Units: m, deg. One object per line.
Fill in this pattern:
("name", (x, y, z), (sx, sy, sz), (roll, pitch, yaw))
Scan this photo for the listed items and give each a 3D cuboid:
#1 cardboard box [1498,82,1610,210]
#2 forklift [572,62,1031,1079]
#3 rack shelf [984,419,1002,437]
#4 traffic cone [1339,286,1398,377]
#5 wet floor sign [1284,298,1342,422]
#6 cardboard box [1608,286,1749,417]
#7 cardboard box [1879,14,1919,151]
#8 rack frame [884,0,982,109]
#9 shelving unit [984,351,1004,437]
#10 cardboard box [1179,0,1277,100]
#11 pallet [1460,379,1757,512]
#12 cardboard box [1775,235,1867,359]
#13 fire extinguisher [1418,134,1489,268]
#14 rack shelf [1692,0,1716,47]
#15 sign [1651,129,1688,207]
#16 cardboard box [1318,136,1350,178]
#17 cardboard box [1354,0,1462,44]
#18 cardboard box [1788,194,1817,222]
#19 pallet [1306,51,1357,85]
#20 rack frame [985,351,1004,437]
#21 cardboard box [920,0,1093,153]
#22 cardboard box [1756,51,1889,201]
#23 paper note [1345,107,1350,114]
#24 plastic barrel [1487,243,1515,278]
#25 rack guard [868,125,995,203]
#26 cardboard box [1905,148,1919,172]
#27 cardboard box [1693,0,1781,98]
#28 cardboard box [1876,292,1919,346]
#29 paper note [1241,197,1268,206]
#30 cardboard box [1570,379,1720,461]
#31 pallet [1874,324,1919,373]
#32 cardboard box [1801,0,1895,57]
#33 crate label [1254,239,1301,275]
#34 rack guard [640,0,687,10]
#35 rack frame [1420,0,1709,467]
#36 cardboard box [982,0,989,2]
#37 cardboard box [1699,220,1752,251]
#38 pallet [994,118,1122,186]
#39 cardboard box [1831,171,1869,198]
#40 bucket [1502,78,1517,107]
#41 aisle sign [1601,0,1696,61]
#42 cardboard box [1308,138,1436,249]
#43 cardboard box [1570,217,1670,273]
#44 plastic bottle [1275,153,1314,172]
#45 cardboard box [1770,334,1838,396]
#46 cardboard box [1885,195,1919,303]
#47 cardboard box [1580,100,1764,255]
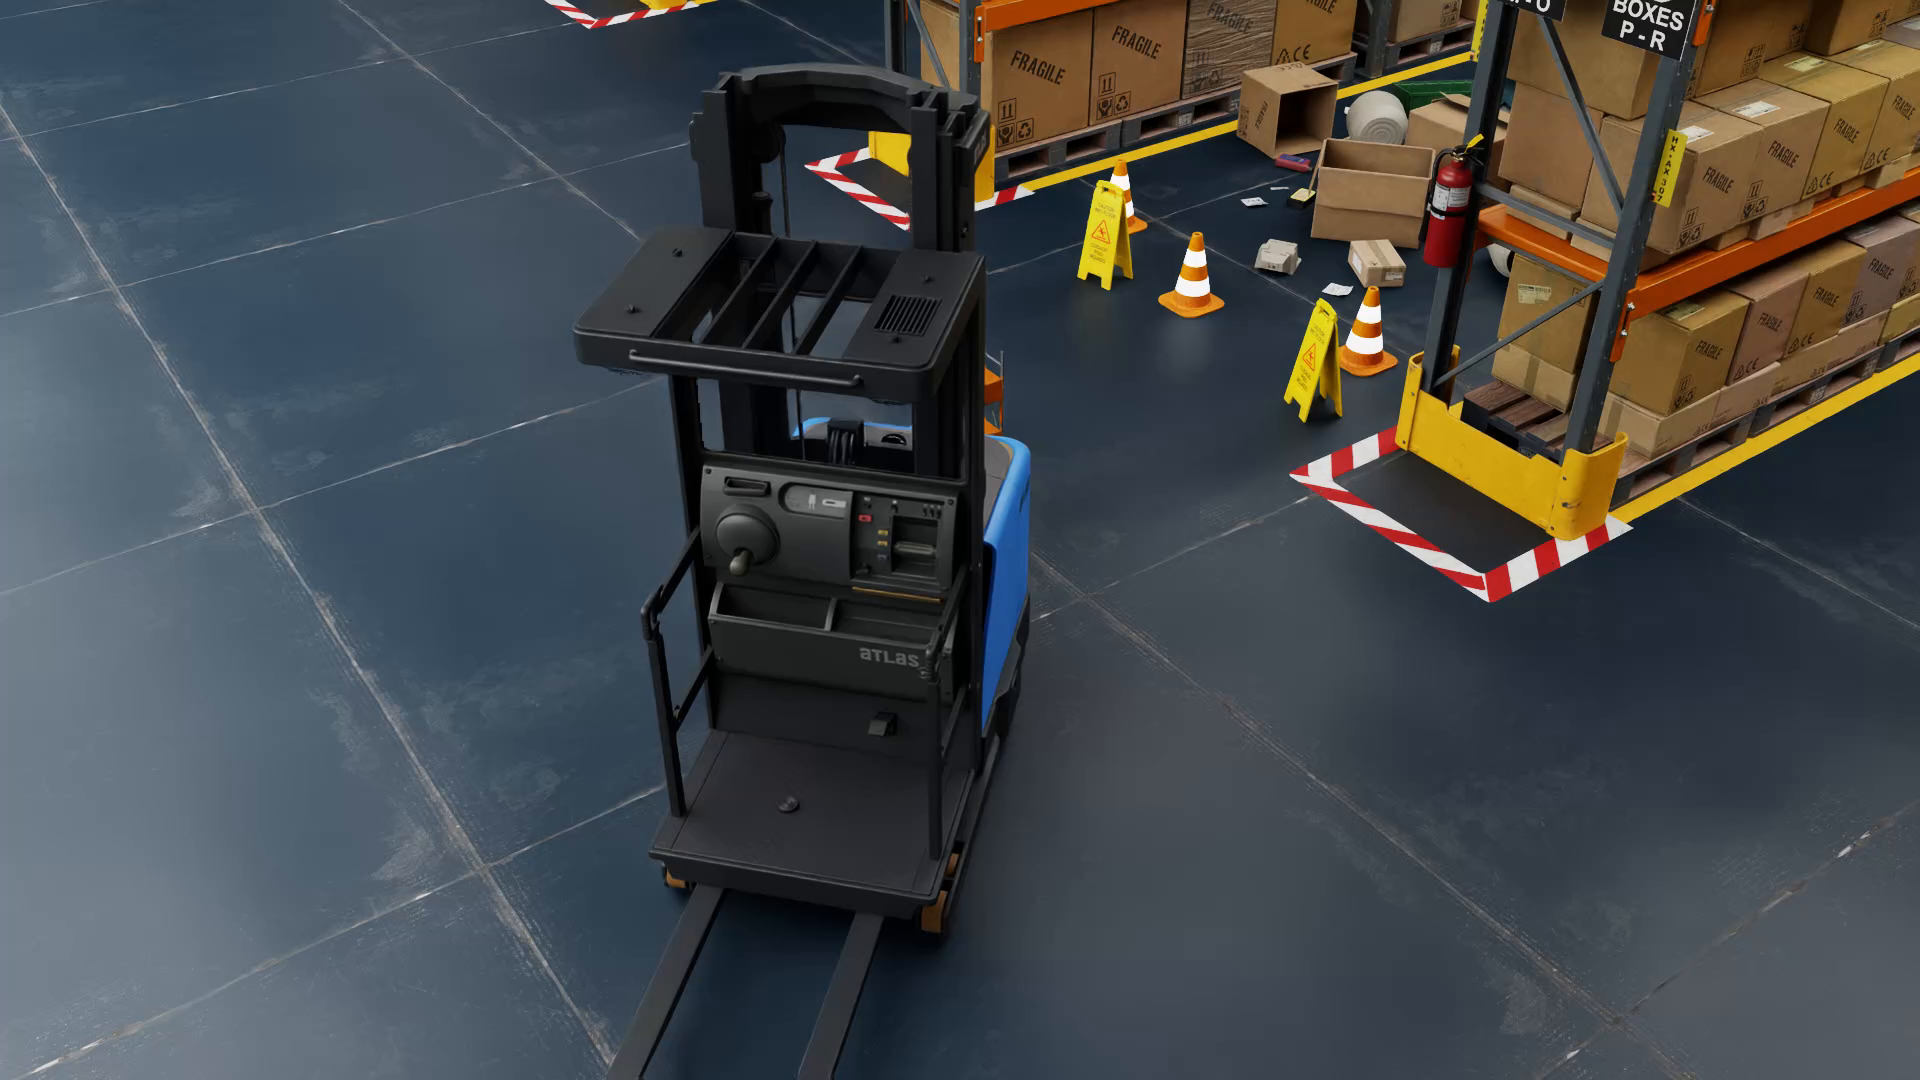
("cardboard box", (3.025, -1.984, 8.100), (0.500, 0.500, 0.500), (-23, 42, -29))
("forklift", (-0.513, 0.033, 5.694), (1.130, 2.935, 3.031), (8, 36, 10))
("rack shelf", (0.044, -0.436, 7.975), (0.240, 0.259, 0.215), (-22, 41, -28))
("traffic cone", (2.348, -1.239, 9.577), (0.334, 0.463, 0.336), (-22, 41, -28))
("wet floor sign", (1.968, -1.000, 9.088), (0.232, 0.644, 0.267), (-9, 37, -12))
("cardboard box", (3.578, -1.015, 8.446), (0.500, 0.500, 0.500), (-24, 42, -29))
("cardboard box", (4.951, -2.395, 8.670), (0.500, 0.500, 0.500), (-21, 41, -27))
("rack frame", (-0.194, -3.837, 11.017), (0.127, 3.000, 1.000), (-22, 41, -28))
("shelving unit", (0.044, -0.444, 7.968), (0.252, 1.050, 0.215), (-22, 41, -28))
("cardboard box", (1.786, -4.008, 12.713), (0.875, 0.875, 0.875), (-22, 41, -28))
("pallet", (3.487, -0.659, 8.985), (1.213, 0.211, 1.003), (-22, 41, -28))
("cardboard box", (4.417, -1.358, 8.922), (0.500, 0.500, 0.500), (-22, 41, -27))
("fire extinguisher", (2.381, -1.659, 8.054), (0.183, 0.674, 0.296), (-22, 41, -28))
("rack shelf", (4.375, -3.107, 8.049), (4.000, 0.370, 1.077), (-22, 41, -28))
("sign", (3.053, -1.602, 7.166), (0.005, 0.325, 0.100), (-22, 41, -28))
("cardboard box", (2.731, -2.616, 11.660), (0.258, 0.266, 0.396), (-15, 38, -20))
("cardboard box", (3.531, -4.692, 13.772), (0.750, 0.750, 1.050), (-23, 41, -28))
("cardboard box", (4.025, -1.731, 8.303), (0.250, 0.149, 0.380), (-21, 41, -27))
("pallet", (2.409, -3.832, 13.398), (1.213, 0.211, 1.003), (-22, 41, -28))
("rack frame", (0.143, -0.485, 8.026), (0.008, 1.050, 0.200), (-22, 41, -28))
("cardboard box", (0.322, -3.405, 11.875), (0.875, 0.875, 0.875), (-22, 41, -28))
("cardboard box", (4.124, -2.045, 8.184), (0.500, 0.500, 0.500), (-23, 42, -29))
("paper note", (3.047, -3.319, 12.839), (0.147, 0.020, 0.142), (9, 37, 12))
("plastic barrel", (3.556, -1.880, 10.502), (0.421, 0.421, 0.512), (3, 36, 4))
("rack guard", (-0.214, -2.815, 11.735), (0.348, 0.500, 1.175), (-22, 41, -28))
("cardboard box", (4.868, -2.084, 8.793), (0.250, 0.149, 0.380), (-23, 42, -29))
("cardboard box", (3.450, -2.519, 7.987), (0.500, 0.500, 0.700), (-22, 41, -27))
("cardboard box", (5.252, -1.398, 9.619), (0.500, 0.250, 0.500), (-24, 42, -29))
("paper note", (2.032, -2.335, 11.471), (0.142, 0.017, 0.144), (-9, 37, -12))
("cardboard box", (3.559, -0.703, 8.653), (0.500, 0.250, 0.500), (-23, 42, -28))
("pallet", (5.481, -1.480, 10.126), (1.213, 0.211, 1.003), (-22, 41, -28))
("cardboard box", (4.295, -2.841, 8.435), (0.500, 0.500, 0.700), (-23, 41, -28))
("crate label", (2.038, -1.817, 10.658), (0.250, 0.136, 0.298), (15, 38, 20))
("rack guard", (-2.907, -5.249, 15.121), (0.348, 0.500, 1.175), (-22, 41, -28))
("rack frame", (2.740, -1.509, 7.779), (0.127, 3.000, 1.000), (-22, 41, -28))
("cardboard box", (0.083, -4.045, 11.176), (0.550, 0.550, 0.875), (-22, 41, -28))
("cardboard box", (3.599, -1.565, 8.072), (0.250, 0.149, 0.380), (-24, 42, -29))
("pallet", (0.414, -3.012, 12.257), (1.213, 0.211, 1.003), (-22, 41, -28))
("cardboard box", (4.439, -1.923, 8.570), (0.250, 0.149, 0.380), (-24, 42, -29))
("bucket", (4.292, -3.325, 11.806), (0.620, 0.611, 0.726), (-1, 34, -18))
("aisle sign", (2.868, -2.396, 6.785), (0.004, 0.787, 0.394), (-22, 41, -28))
("cardboard box", (2.717, -2.295, 11.009), (0.797, 0.503, 0.637), (9, 37, 12))
("cardboard box", (3.137, -1.422, 7.874), (0.250, 0.149, 0.380), (-22, 41, -28))
("plastic bottle", (2.424, -2.705, 11.959), (0.283, 0.061, 0.133), (22, 41, 28))
("cardboard box", (4.419, -1.060, 9.150), (0.500, 0.250, 0.500), (-20, 40, -25))
("cardboard box", (5.266, -1.714, 9.417), (0.500, 0.500, 0.500), (-22, 41, -27))
("cardboard box", (3.287, -1.697, 7.701), (0.500, 0.500, 0.500), (-23, 42, -29))
